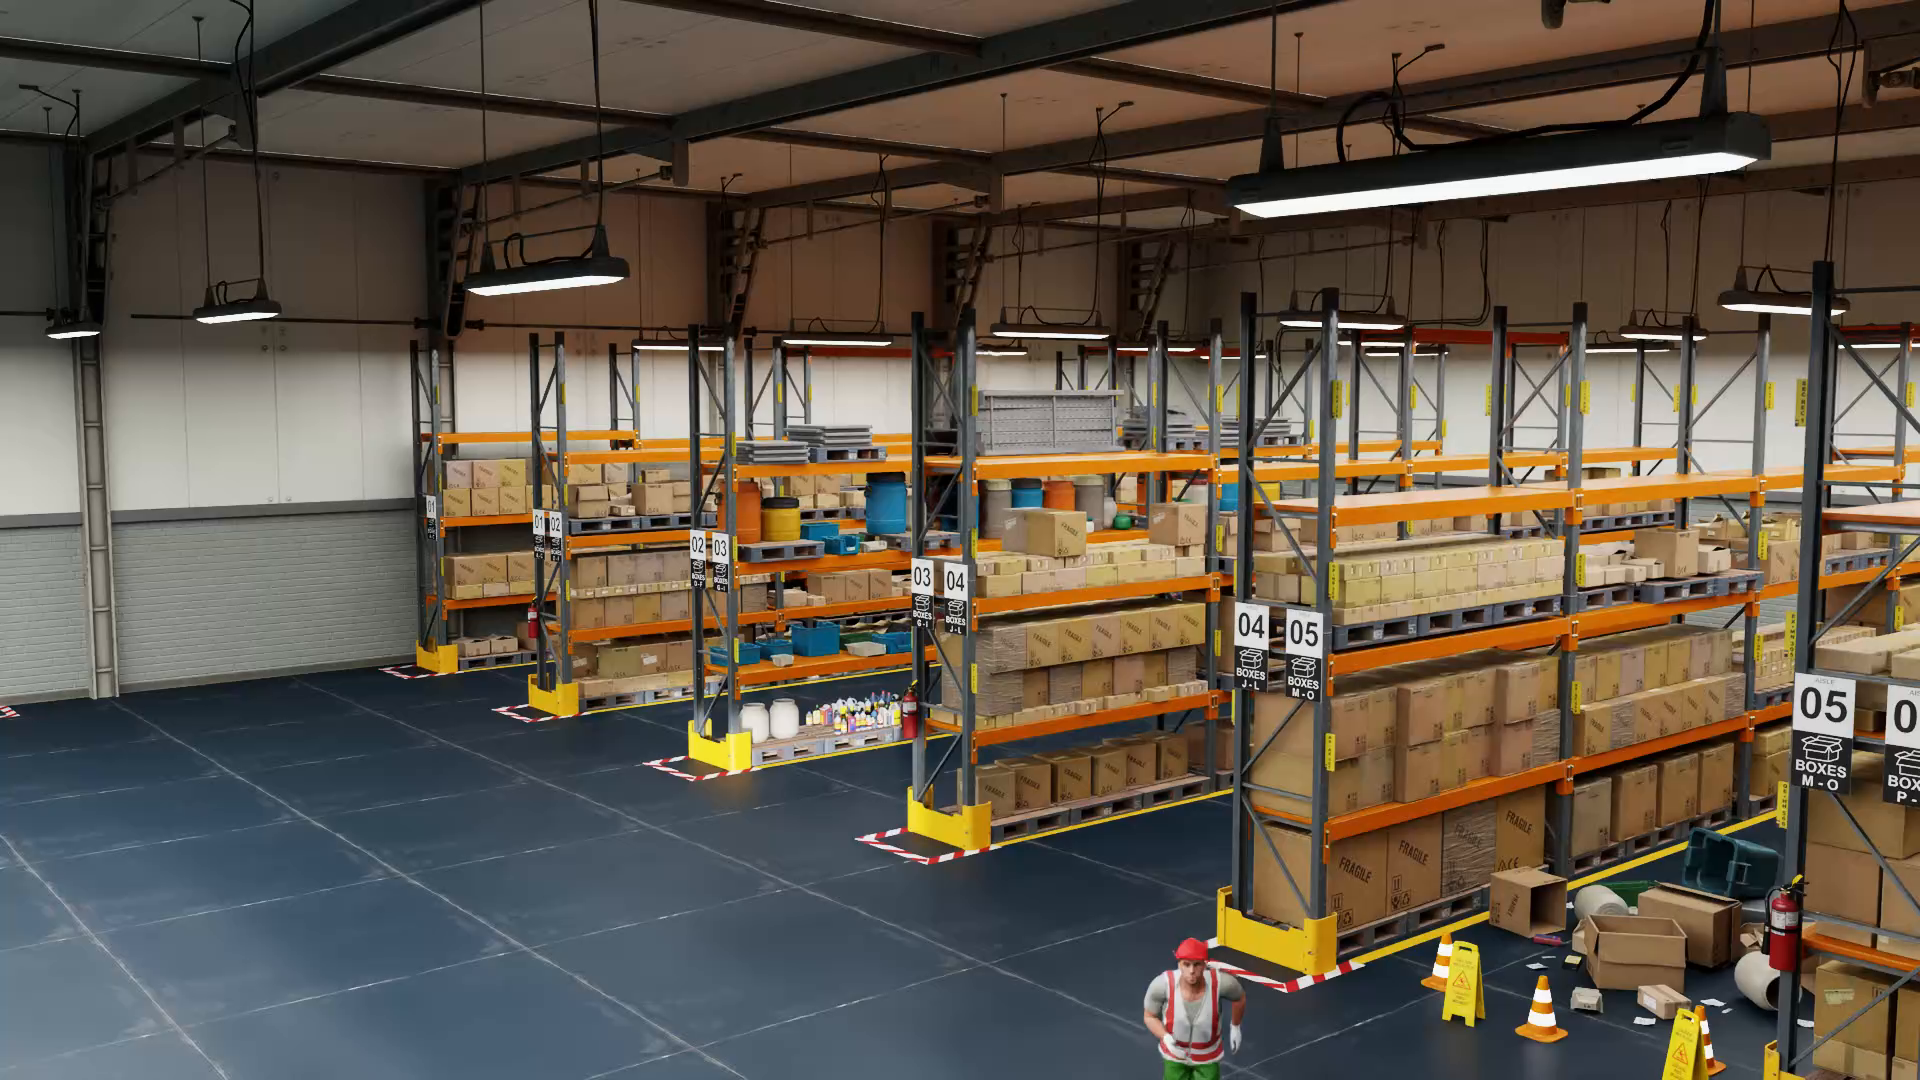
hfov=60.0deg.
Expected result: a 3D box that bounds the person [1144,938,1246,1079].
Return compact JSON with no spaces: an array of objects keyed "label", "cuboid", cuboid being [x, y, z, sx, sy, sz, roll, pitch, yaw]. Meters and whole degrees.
[{"label":"person","cuboid":[1.494,3.341,10.643,0.637,1.719,0.720,1,5,11]}]
